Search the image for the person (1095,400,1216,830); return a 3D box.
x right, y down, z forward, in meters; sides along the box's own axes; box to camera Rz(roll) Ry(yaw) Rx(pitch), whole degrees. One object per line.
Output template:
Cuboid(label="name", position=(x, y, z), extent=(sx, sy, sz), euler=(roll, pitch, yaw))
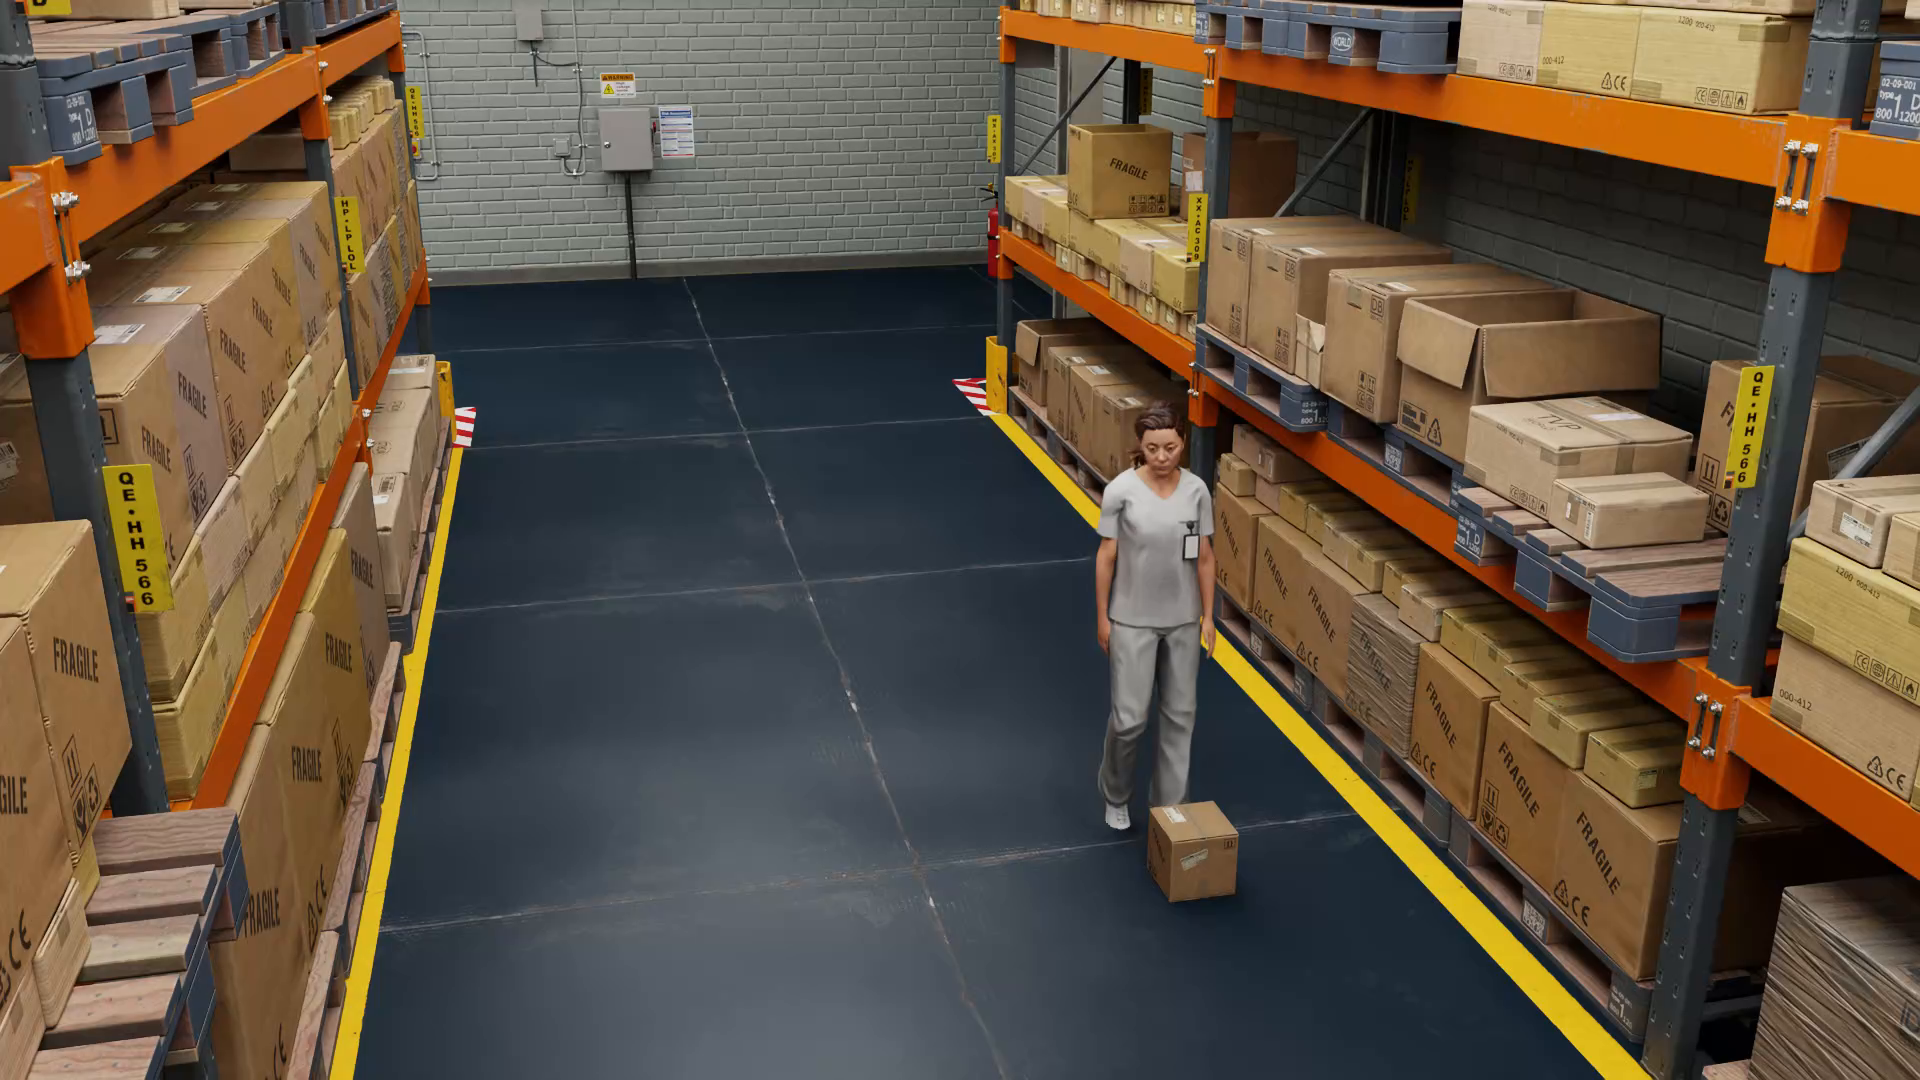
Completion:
Cuboid(label="person", position=(0.744, 0.351, 6.190), extent=(0.456, 1.746, 0.530), euler=(-5, 20, -13))
